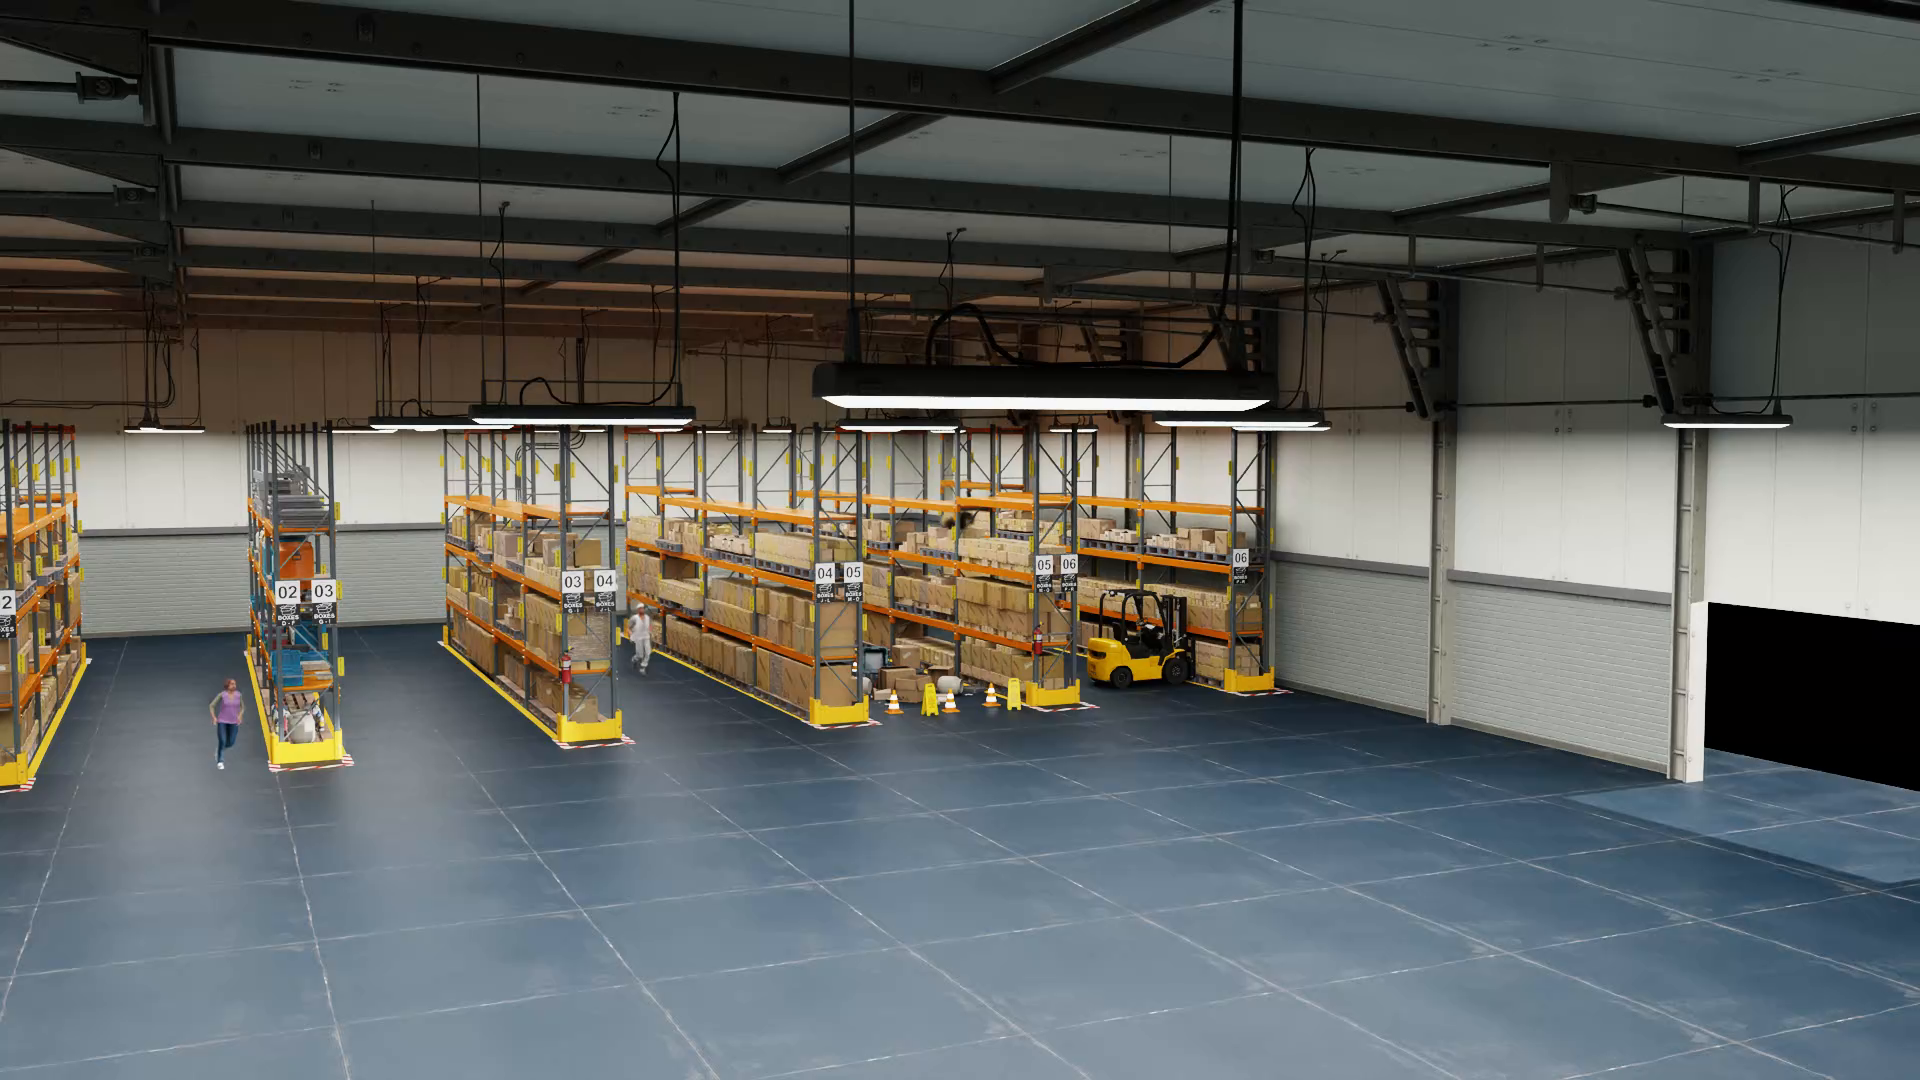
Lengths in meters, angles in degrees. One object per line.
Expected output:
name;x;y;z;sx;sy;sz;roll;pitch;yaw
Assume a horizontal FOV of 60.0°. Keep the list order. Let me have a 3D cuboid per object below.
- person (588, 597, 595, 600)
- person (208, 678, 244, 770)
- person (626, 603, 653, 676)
person;-10.593;1.885;47.375;0.703;1.769;0.875;1;4;15
person;-12.680;3.157;28.772;0.587;1.542;0.570;-3;5;-38
person;-7.614;2.378;39.720;0.657;1.743;0.605;-3;4;-36
